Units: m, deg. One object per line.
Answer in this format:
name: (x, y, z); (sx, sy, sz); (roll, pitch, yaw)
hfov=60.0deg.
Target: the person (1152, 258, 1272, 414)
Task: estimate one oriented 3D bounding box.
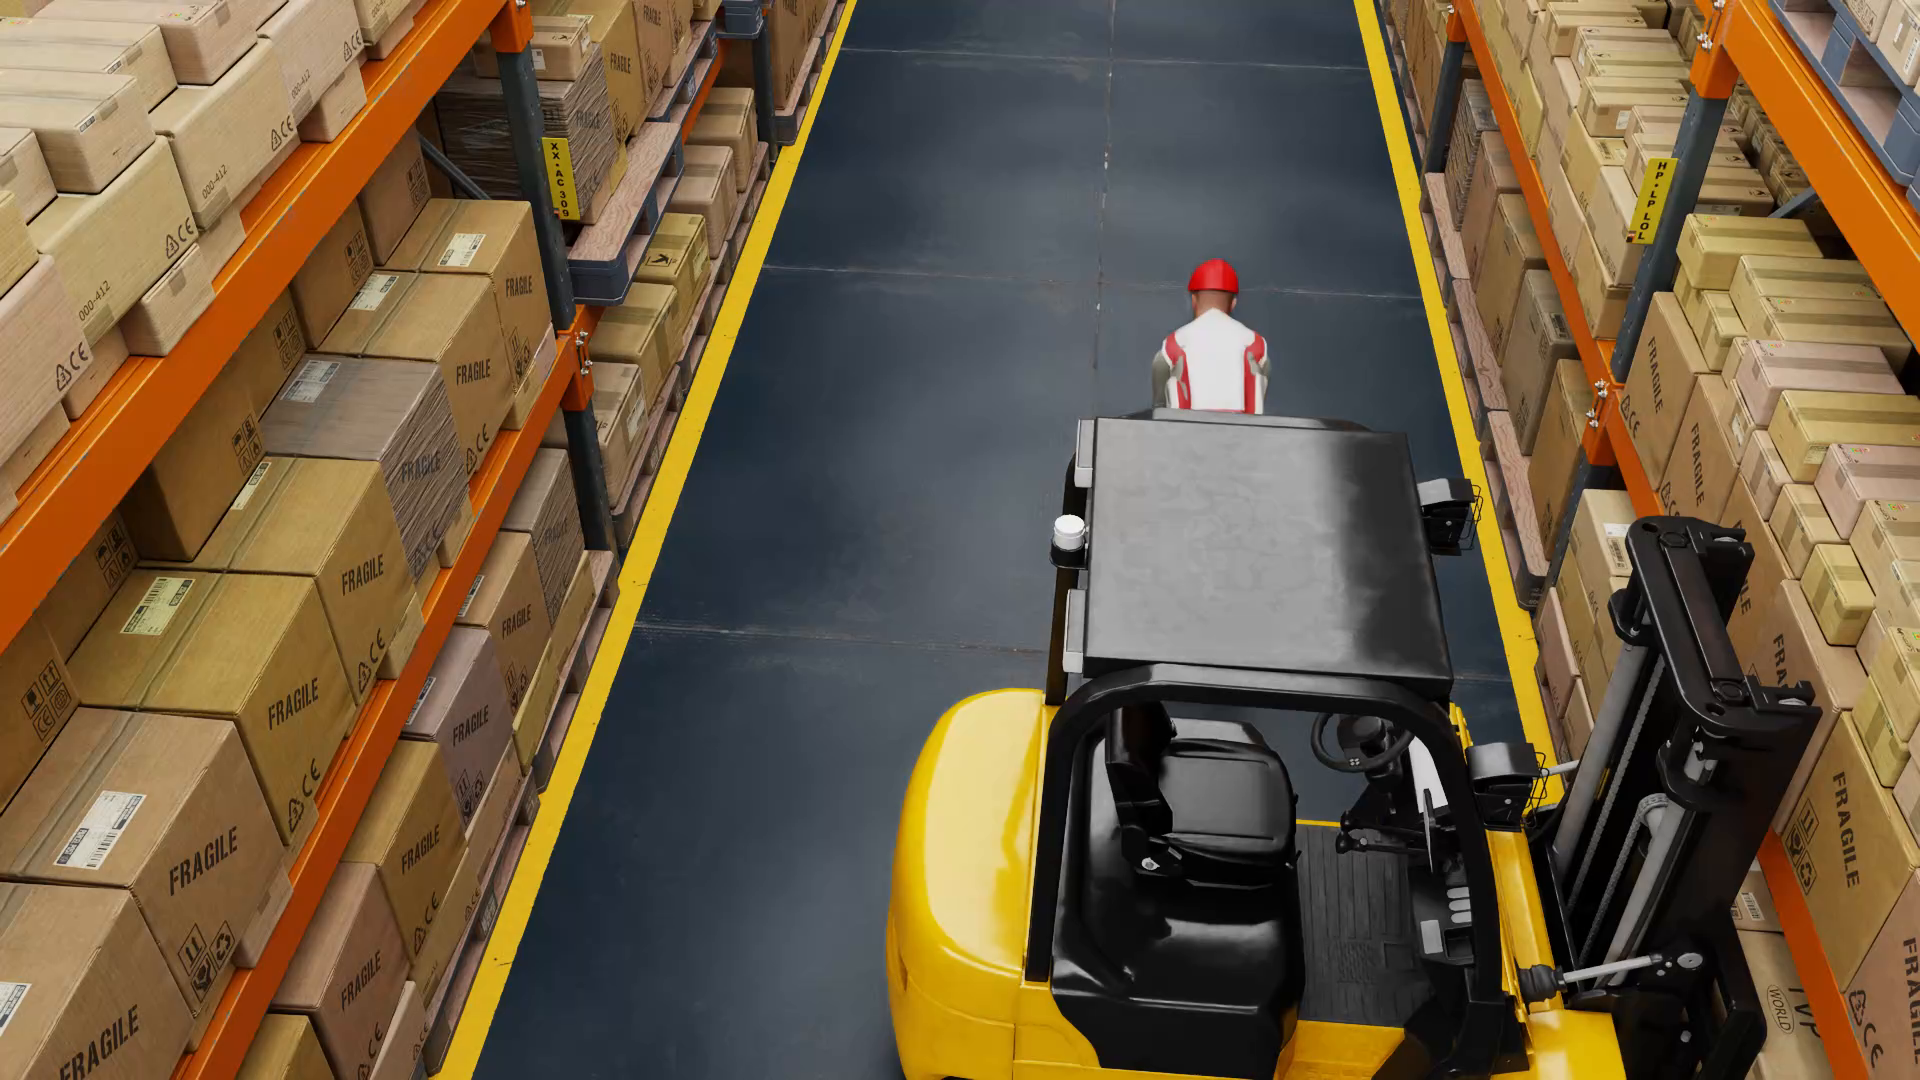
person: (1.004, -0.340, 6.787); (0.492, 1.478, 0.851); (2, 40, 3)
